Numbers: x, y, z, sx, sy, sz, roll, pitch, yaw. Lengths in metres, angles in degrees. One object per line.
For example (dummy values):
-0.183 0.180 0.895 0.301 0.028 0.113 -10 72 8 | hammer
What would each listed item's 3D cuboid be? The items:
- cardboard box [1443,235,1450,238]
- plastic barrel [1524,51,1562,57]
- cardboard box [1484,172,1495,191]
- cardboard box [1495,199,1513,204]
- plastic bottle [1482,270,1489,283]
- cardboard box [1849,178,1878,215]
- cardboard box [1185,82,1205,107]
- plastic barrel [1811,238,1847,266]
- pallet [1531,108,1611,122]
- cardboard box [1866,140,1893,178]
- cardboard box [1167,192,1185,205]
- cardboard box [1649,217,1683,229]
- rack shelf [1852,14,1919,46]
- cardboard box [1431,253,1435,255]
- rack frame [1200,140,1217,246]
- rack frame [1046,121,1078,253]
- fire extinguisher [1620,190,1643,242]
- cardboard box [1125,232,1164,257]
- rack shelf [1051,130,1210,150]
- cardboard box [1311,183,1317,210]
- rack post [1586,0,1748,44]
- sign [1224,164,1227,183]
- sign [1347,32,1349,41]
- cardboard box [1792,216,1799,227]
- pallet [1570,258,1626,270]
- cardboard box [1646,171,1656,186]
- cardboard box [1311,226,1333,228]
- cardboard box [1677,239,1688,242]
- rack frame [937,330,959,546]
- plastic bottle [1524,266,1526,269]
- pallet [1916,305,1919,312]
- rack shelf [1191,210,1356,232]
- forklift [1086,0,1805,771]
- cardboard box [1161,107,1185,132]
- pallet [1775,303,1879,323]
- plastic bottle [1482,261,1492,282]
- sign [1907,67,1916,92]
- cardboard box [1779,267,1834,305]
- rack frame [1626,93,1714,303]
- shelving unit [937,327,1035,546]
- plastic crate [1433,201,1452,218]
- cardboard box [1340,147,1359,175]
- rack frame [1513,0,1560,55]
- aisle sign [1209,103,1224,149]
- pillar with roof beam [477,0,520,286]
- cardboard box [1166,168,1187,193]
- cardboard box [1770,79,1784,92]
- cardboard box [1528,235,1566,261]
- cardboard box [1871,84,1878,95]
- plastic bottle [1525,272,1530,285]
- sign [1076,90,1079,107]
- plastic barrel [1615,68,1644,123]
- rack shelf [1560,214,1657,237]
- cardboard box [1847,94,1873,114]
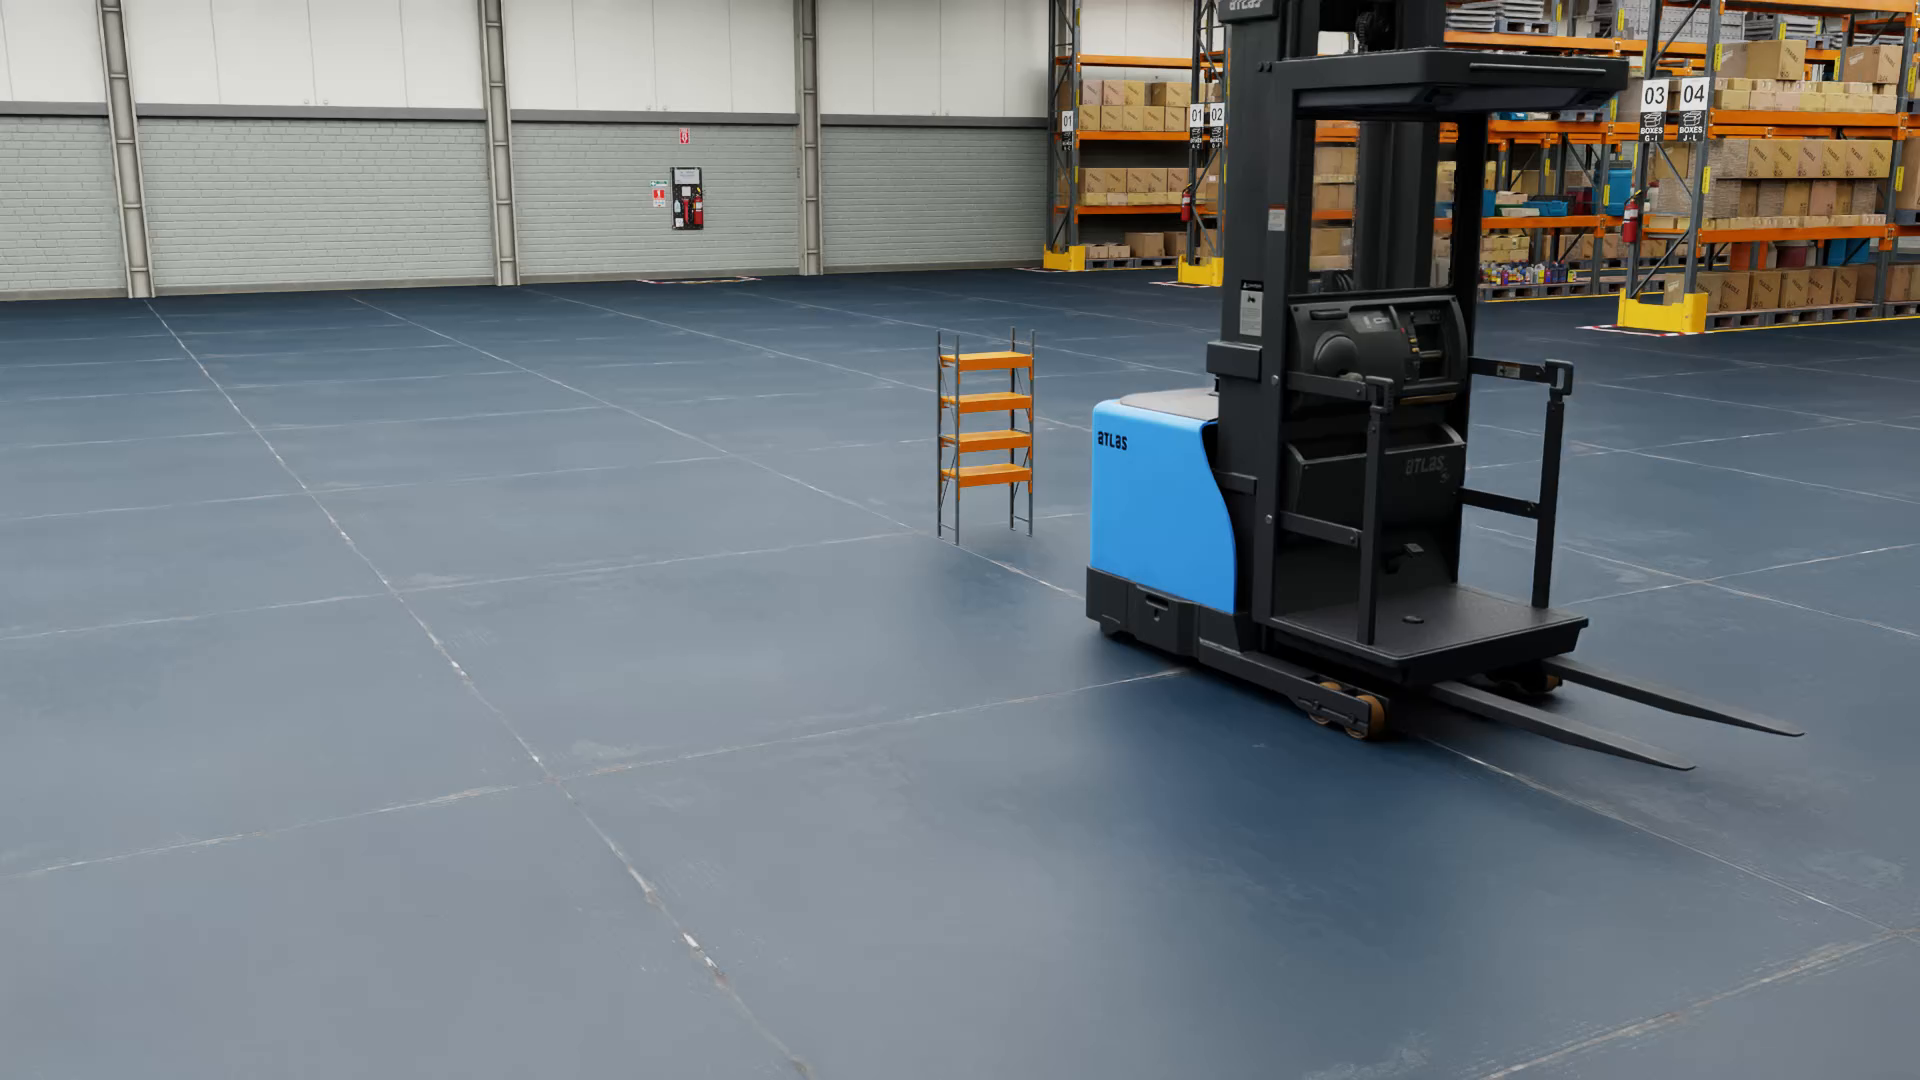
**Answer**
9.825 -5.885 32.957 0.500 0.311 0.500 -6 14 -26 | cardboard box
9.439 -7.464 27.015 0.708 0.901 0.600 -7 14 -28 | plastic barrel
12.355 -8.493 39.565 0.500 0.500 0.500 -7 15 -29 | cardboard box
10.848 -6.741 33.303 0.250 0.149 0.380 -7 14 -28 | cardboard box
8.687 -4.356 27.504 0.097 0.201 0.097 0 13 0 | plastic bottle
12.313 -4.840 23.377 0.500 0.500 0.875 -7 14 -28 | cardboard box
4.829 -9.390 35.118 0.500 0.500 0.500 -6 14 -25 | cardboard box
16.279 -5.530 31.173 0.708 0.901 0.600 -7 14 -28 | plastic barrel
9.778 -6.912 27.090 1.003 0.211 1.213 -7 14 -28 | pallet
12.474 -5.263 22.979 0.500 0.500 0.500 -7 14 -28 | cardboard box
4.471 -7.267 35.362 0.500 0.250 0.500 -7 14 -28 | cardboard box
9.378 -4.208 22.046 0.250 0.149 0.380 -7 14 -28 | cardboard box
14.493 -7.272 23.977 4.000 0.370 1.077 -7 14 -28 | rack shelf
8.916 -5.502 32.533 0.500 0.250 0.500 -6 14 -26 | cardboard box
5.617 -7.545 36.303 0.127 3.000 1.000 -7 14 -28 | rack frame
2.106 -7.124 34.433 0.127 3.000 1.000 -7 14 -28 | rack frame
8.905 -4.299 22.058 0.183 0.674 0.296 -7 14 -28 | fire extinguisher
3.925 -6.302 35.472 0.500 0.500 0.700 -8 15 -31 | cardboard box
3.862 -8.447 35.118 4.000 0.370 1.077 -7 14 -28 | rack shelf
6.257 -6.429 31.115 0.500 0.500 0.700 -6 14 -26 | cardboard box
12.051 -8.884 28.133 3.121 1.000 1.013 -7 14 -28 | rack post
4.744 -6.523 29.611 0.005 0.325 0.100 -7 14 -28 | sign
8.859 -11.532 37.868 0.005 0.325 0.100 -7 14 -28 | sign
11.110 -4.313 22.514 0.250 0.149 0.380 -7 14 -28 | cardboard box
13.248 -5.850 35.122 1.213 0.211 1.003 -7 14 -28 | pallet
14.493 -7.679 35.715 0.700 0.500 0.500 11 17 41 | cardboard box
7.002 -5.777 32.047 0.500 0.500 0.500 -7 14 -28 | cardboard box
16.038 -6.529 36.909 0.500 0.311 0.500 -7 14 -28 | cardboard box
-0.069 -0.577 9.441 0.015 1.200 0.240 -7 14 -28 | rack frame
9.289 -4.352 27.299 0.133 0.283 0.061 -7 14 -28 | plastic bottle
14.492 -3.532 24.824 1.213 0.211 1.003 -7 14 -28 | pallet
6.239 -6.029 31.207 4.000 0.370 1.077 -7 14 -28 | rack shelf
1.796 -0.797 6.474 1.130 2.935 3.031 -8 15 -31 | forklift
4.374 -8.850 34.996 0.500 0.500 0.500 -7 15 -30 | cardboard box
12.165 -3.243 23.540 1.213 0.211 1.003 -7 14 -28 | pallet
8.755 -4.469 27.666 0.185 0.351 0.144 -6 14 -26 | plastic bottle
13.004 -6.293 22.731 0.005 0.325 0.100 -7 14 -28 | sign
11.868 -3.571 23.379 0.500 0.500 0.500 -2 13 -10 | cardboard box
9.226 -4.260 21.708 0.127 3.000 1.000 -7 14 -28 | rack frame
0.145 -0.603 9.555 0.503 1.200 0.258 -7 14 -28 | shelving unit
7.722 -5.320 26.755 0.408 0.251 0.499 -7 14 -28 | plastic crate
7.165 -7.171 31.459 0.500 0.500 0.700 -7 14 -28 | cardboard box
11.505 -9.938 33.274 0.127 3.000 1.000 -7 14 -28 | rack frame
4.572 -7.372 29.615 0.004 0.787 0.394 -7 14 -28 | aisle sign
-6.164 -8.199 25.546 0.400 9.000 9.100 -7 14 -28 | pillar with roof beam
4.468 -7.634 35.285 0.500 0.500 0.500 -7 15 -29 | cardboard box
10.504 -5.928 21.721 0.250 0.149 0.380 -7 14 -28 | cardboard box
12.041 -5.999 34.127 0.500 0.500 0.500 -6 14 -25 | cardboard box
12.312 -6.166 22.775 0.250 0.149 0.380 -7 14 -27 | cardboard box
9.250 -4.274 27.139 0.097 0.201 0.097 0 13 0 | plastic bottle
2.366 -8.909 33.543 0.005 0.325 0.100 -7 14 -28 | sign
11.281 -7.508 28.164 0.600 0.901 0.600 0 13 0 | plastic barrel
12.120 -5.495 28.833 4.000 0.370 1.077 -7 14 -28 | rack shelf
11.999 -5.920 22.593 0.500 0.250 0.500 -6 14 -26 | cardboard box
